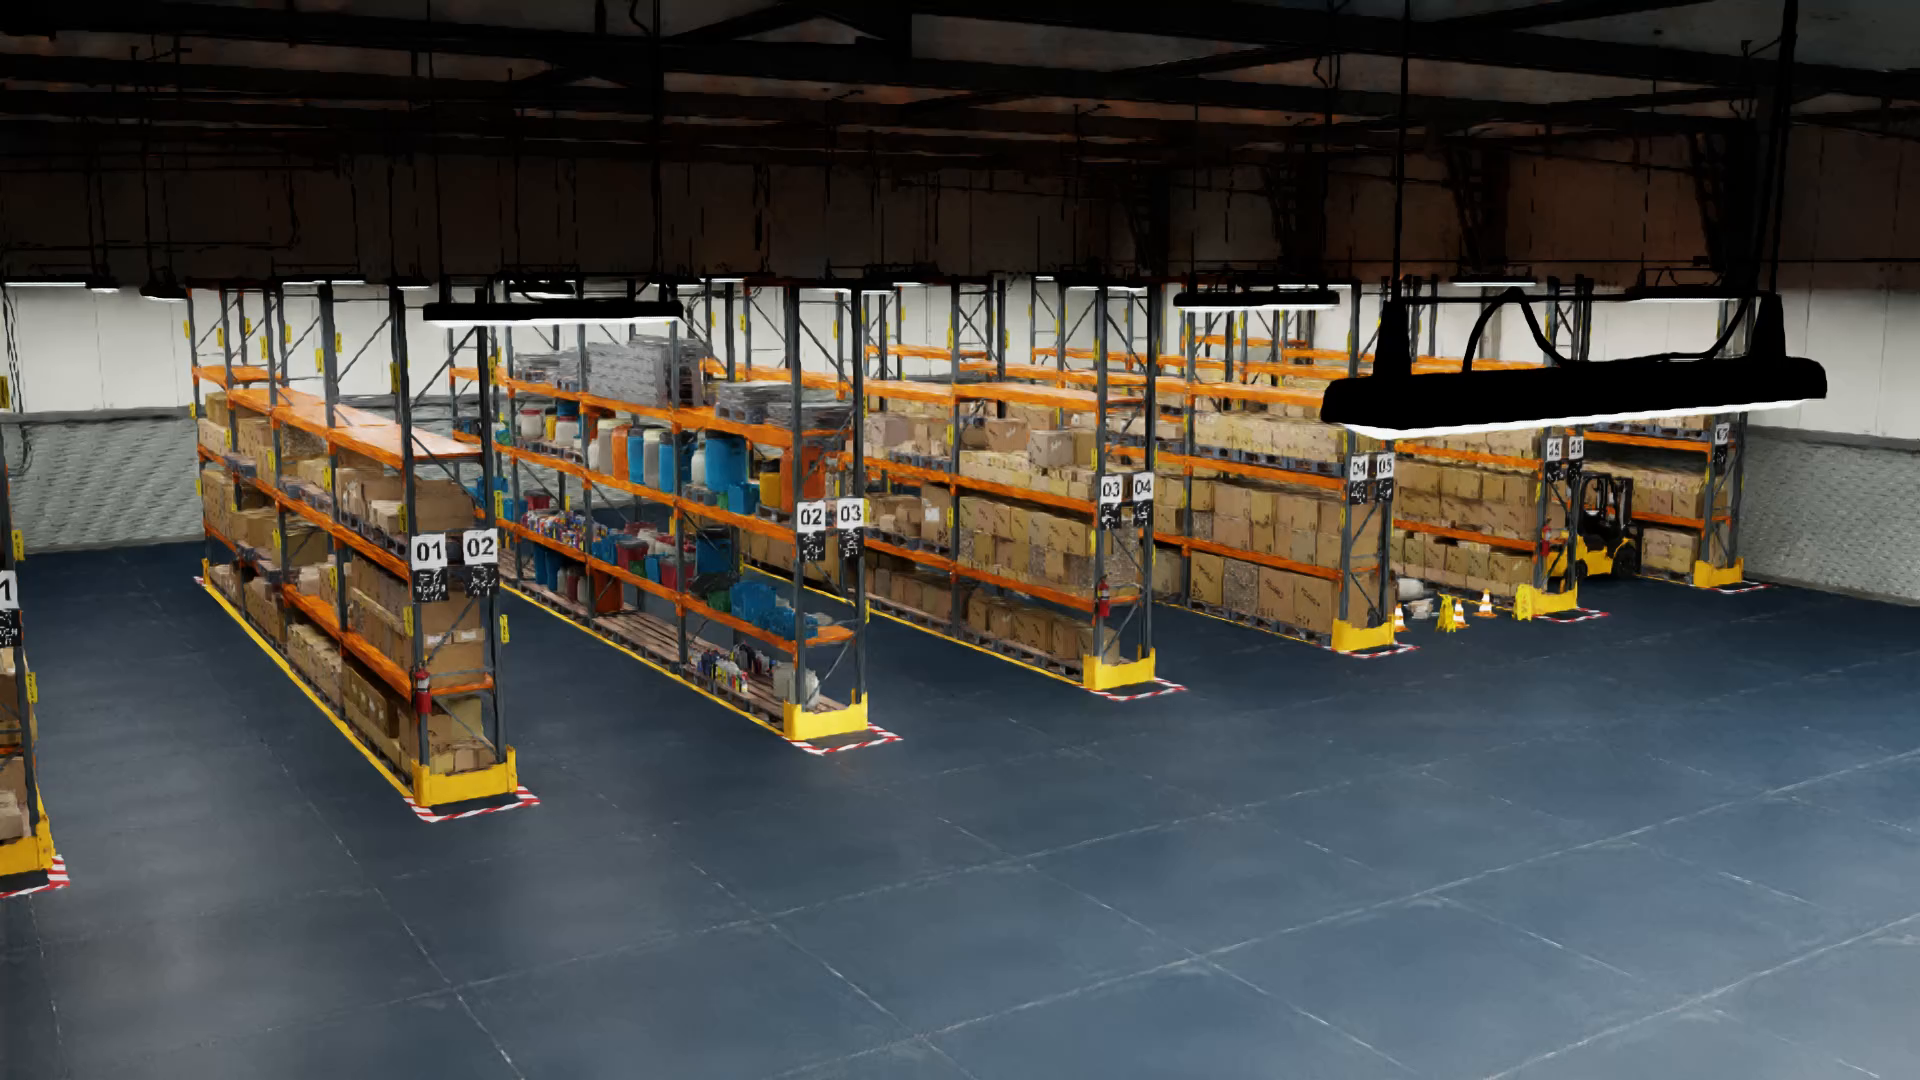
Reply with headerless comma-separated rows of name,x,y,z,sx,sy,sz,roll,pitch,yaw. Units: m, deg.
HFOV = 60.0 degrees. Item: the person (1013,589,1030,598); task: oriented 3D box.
person,1.088,0.212,30.131,0.487,1.656,0.417,6,11,31
